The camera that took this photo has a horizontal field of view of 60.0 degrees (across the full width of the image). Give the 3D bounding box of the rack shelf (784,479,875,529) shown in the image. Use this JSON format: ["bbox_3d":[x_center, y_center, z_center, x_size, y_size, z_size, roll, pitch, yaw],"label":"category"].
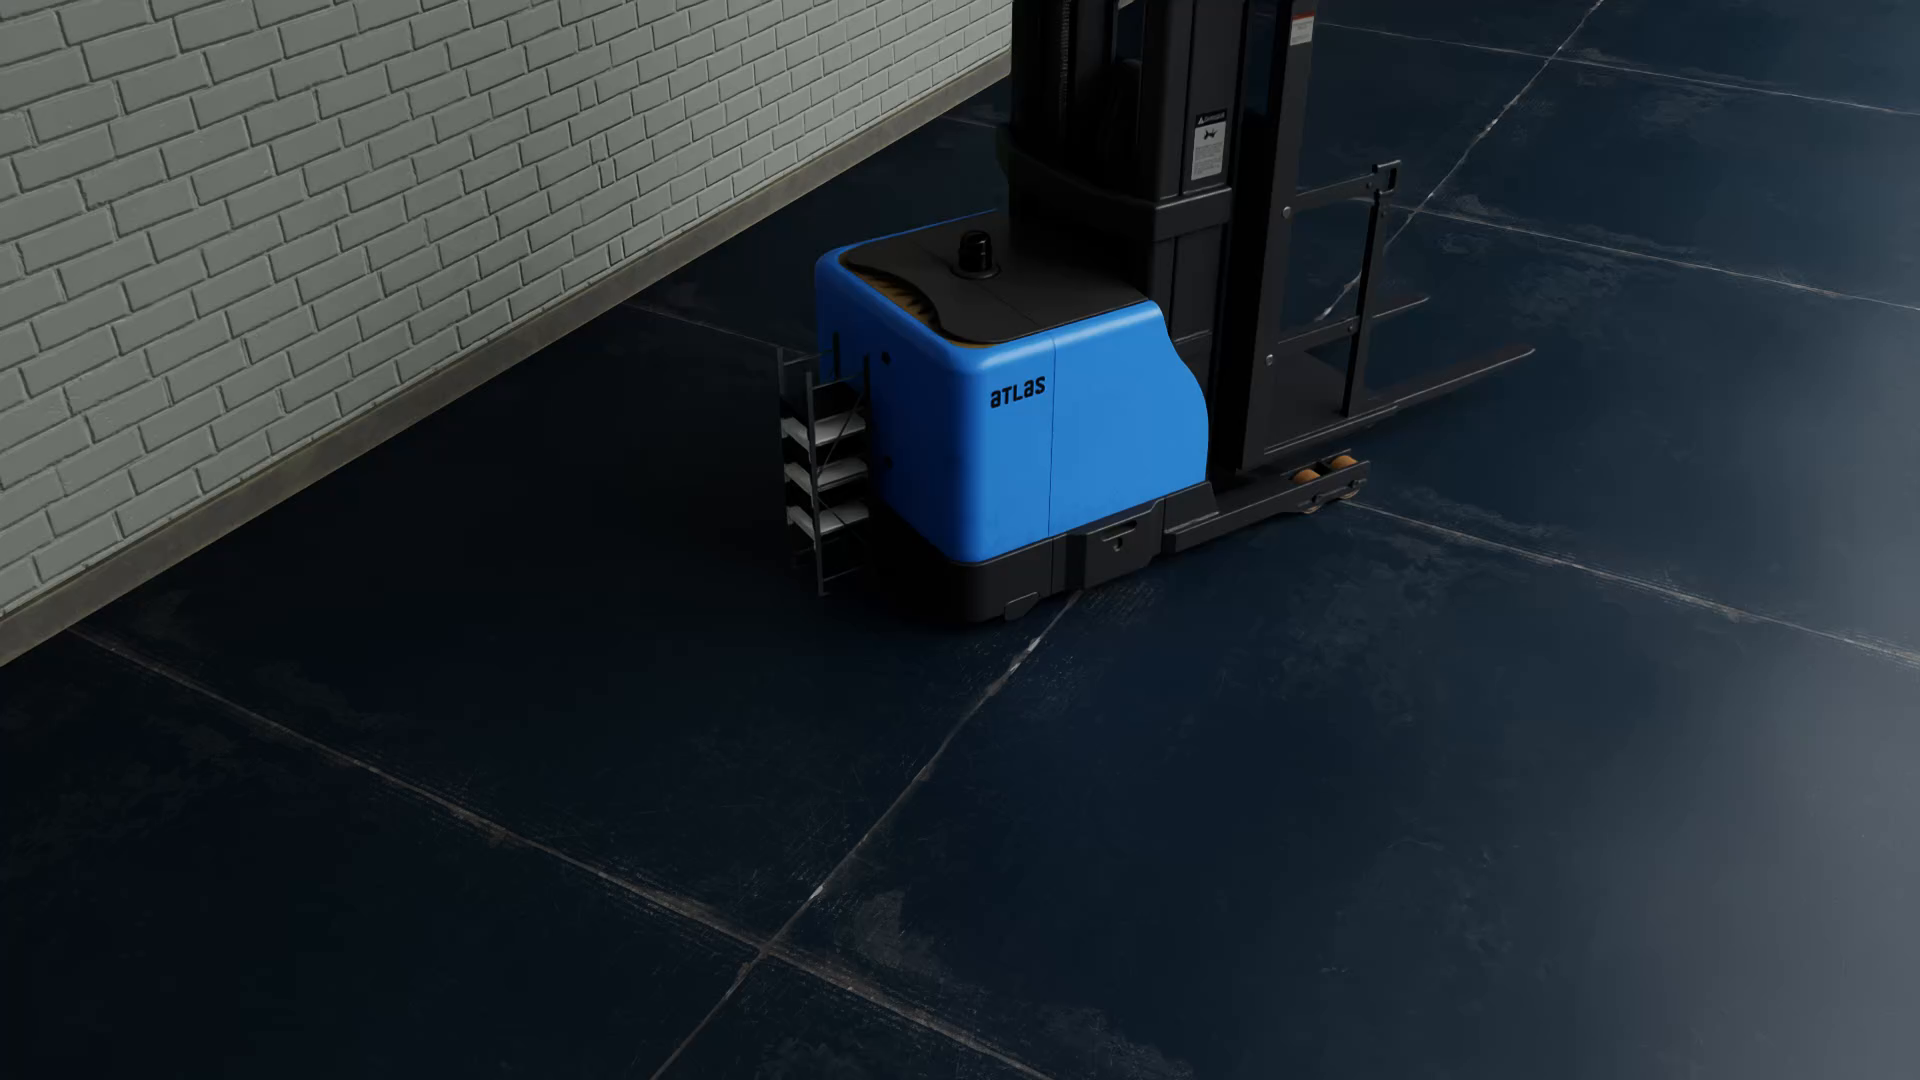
[{"bbox_3d":[-0.461,-0.153,5.890,0.258,0.077,0.200,-20,39,-27],"label":"rack shelf"}]

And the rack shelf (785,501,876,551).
[{"bbox_3d":[-0.461,-0.078,5.940,0.258,0.077,0.200,-20,39,-27],"label":"rack shelf"}]

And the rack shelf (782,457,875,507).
[{"bbox_3d":[-0.461,-0.227,5.840,0.258,0.077,0.200,-20,39,-27],"label":"rack shelf"}]

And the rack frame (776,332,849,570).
[{"bbox_3d":[-0.517,-0.302,5.892,0.240,0.900,0.006,-20,39,-27],"label":"rack frame"}]

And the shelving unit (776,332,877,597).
[{"bbox_3d":[-0.461,-0.255,5.821,0.258,0.900,0.210,-20,39,-27],"label":"shelving unit"}]

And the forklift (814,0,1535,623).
[{"bbox_3d":[0.992,-1.549,5.932,3.031,2.935,1.130,-20,38,-27],"label":"forklift"}]

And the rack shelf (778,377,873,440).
[{"bbox_3d":[-0.461,-0.452,5.690,0.258,0.077,0.200,-20,39,-27],"label":"rack shelf"}]

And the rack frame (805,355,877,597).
[{"bbox_3d":[-0.406,-0.208,5.751,0.240,0.900,0.006,-20,39,-27],"label":"rack frame"}]

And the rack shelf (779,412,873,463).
[{"bbox_3d":[-0.461,-0.377,5.740,0.258,0.077,0.200,-20,39,-27],"label":"rack shelf"}]

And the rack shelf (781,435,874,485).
[{"bbox_3d":[-0.461,-0.302,5.790,0.258,0.077,0.200,-20,39,-27],"label":"rack shelf"}]
